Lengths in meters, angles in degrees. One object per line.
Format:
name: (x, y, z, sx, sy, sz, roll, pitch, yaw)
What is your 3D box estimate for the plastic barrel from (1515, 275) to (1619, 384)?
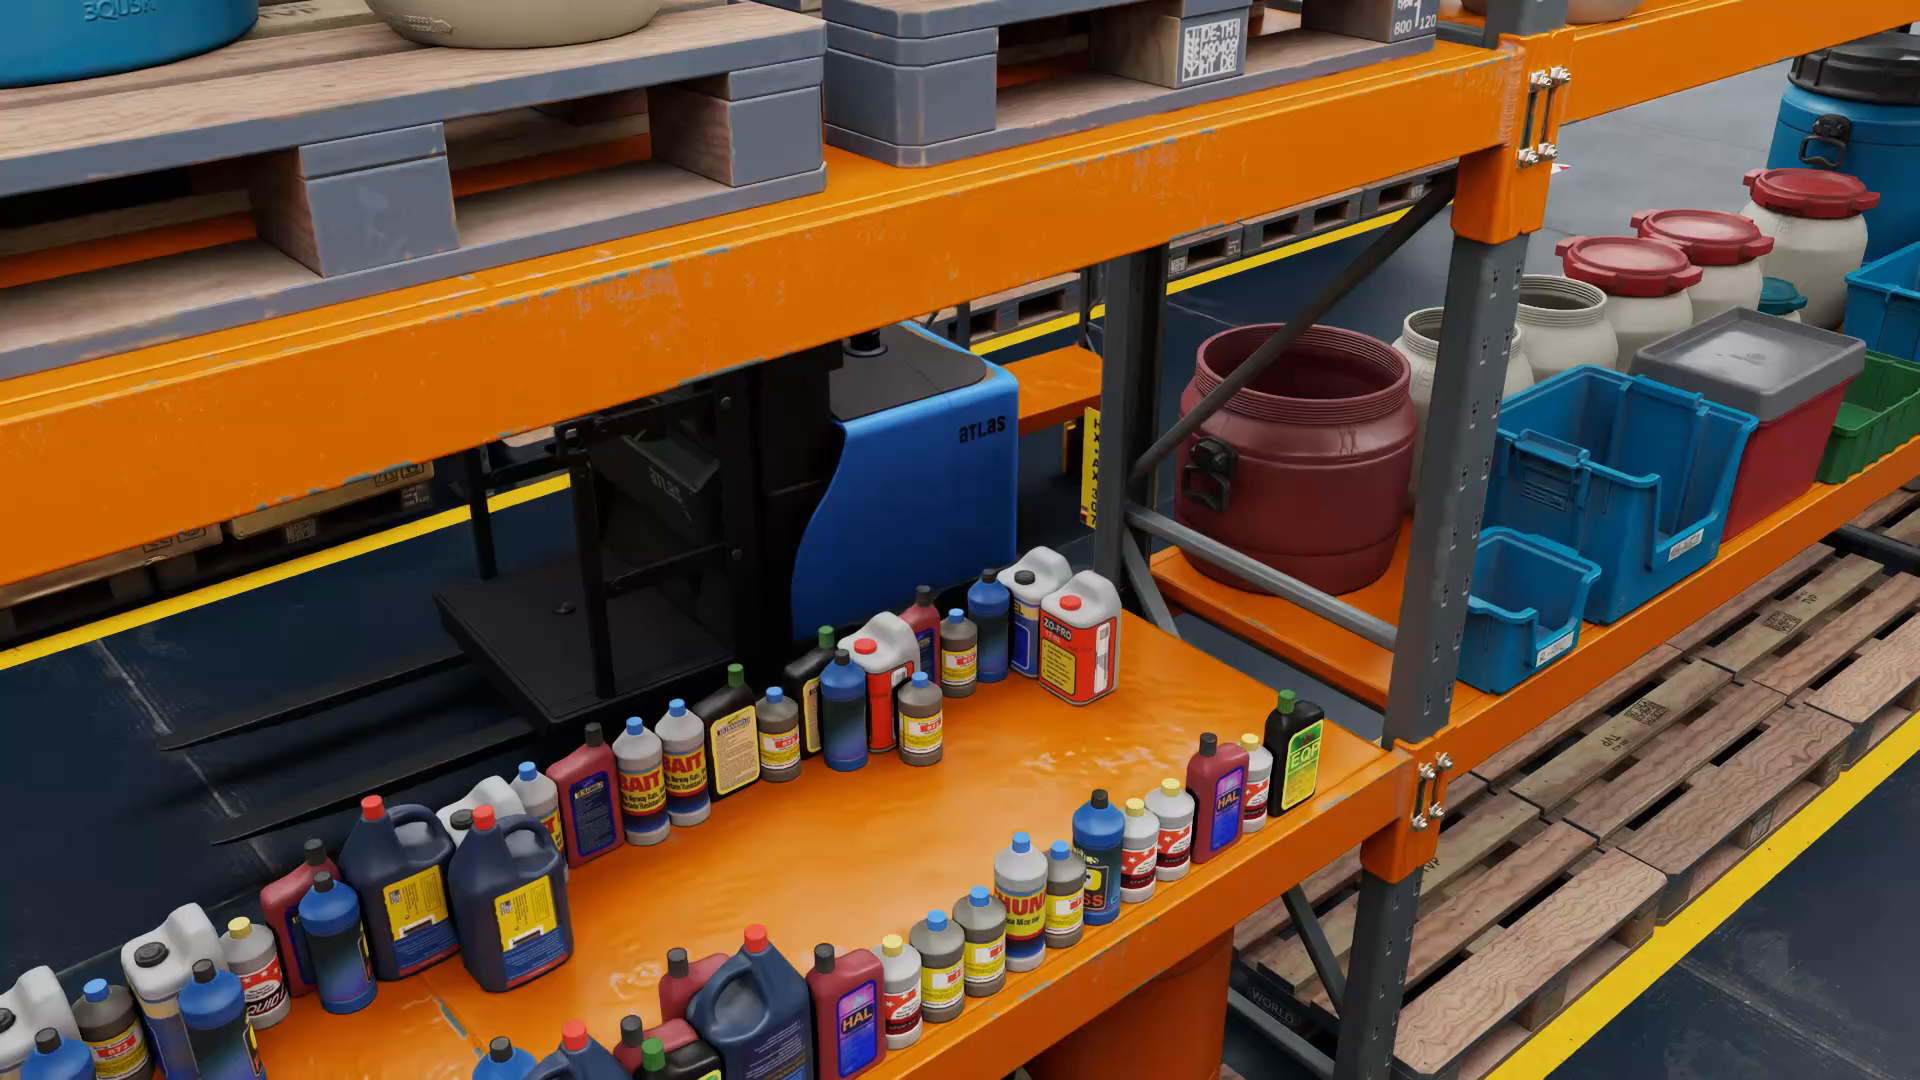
plastic barrel: (1.675, -0.477, 4.842, 0.421, 0.512, 0.421, 0, 28, 0)

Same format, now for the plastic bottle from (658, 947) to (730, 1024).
plastic bottle: (-0.424, 0.775, 2.741, 0.133, 0.283, 0.061, -22, 35, -35)

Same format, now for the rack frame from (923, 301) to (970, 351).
rack frame: (-0.122, -0.603, 6.787, 0.032, 1.500, 0.500, -19, 34, -32)

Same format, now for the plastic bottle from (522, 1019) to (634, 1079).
plastic bottle: (-0.580, 0.871, 2.489, 0.185, 0.351, 0.144, -22, 35, -35)

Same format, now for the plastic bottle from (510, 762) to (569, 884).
plastic bottle: (-0.813, 0.544, 3.185, 0.097, 0.271, 0.097, 0, 28, 0)

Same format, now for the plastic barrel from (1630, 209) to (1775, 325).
plastic barrel: (2.325, -0.753, 5.332, 0.433, 0.535, 0.433, 0, 28, 0)

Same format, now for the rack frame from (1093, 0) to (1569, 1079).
rack frame: (0.710, 0.092, 3.895, 0.127, 3.000, 1.000, -22, 35, -35)

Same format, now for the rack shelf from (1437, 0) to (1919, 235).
rack shelf: (2.232, -1.525, 4.502, 4.000, 0.370, 1.077, -22, 35, -35)

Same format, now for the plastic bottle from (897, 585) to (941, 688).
plastic bottle: (-0.108, 0.244, 3.734, 0.133, 0.283, 0.061, -22, 35, -35)

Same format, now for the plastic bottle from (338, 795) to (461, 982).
plastic bottle: (-1.008, 0.602, 2.993, 0.185, 0.351, 0.144, -22, 35, -35)

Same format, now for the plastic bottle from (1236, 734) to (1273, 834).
plastic bottle: (0.580, 0.485, 3.370, 0.097, 0.201, 0.097, 0, 28, 0)

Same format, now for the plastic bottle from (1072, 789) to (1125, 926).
plastic bottle: (0.256, 0.585, 3.110, 0.097, 0.271, 0.097, 0, 28, 0)

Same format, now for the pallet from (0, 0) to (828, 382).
pallet: (-0.939, -0.547, 2.108, 1.213, 0.211, 1.003, -22, 35, -35)

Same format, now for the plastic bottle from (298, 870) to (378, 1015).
plastic bottle: (-1.091, 0.694, 2.906, 0.097, 0.271, 0.097, 0, 28, 0)

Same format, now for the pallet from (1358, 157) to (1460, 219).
pallet: (2.883, -2.642, 11.970, 1.213, 0.211, 1.003, -22, 35, -35)

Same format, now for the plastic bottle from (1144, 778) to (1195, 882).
plastic bottle: (0.404, 0.556, 3.238, 0.097, 0.201, 0.097, 0, 28, 0)

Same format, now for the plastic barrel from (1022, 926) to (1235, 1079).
plastic barrel: (0.349, 1.020, 4.016, 0.708, 0.830, 0.600, -22, 35, -35)

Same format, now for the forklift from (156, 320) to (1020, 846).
forklift: (-1.255, -0.721, 5.490, 3.031, 2.935, 1.130, -19, 34, -32)

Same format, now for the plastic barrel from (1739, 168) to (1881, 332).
plastic barrel: (2.883, -0.977, 5.752, 0.433, 0.535, 0.433, 0, 28, 0)

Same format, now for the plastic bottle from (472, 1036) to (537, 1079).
plastic bottle: (-0.692, 0.877, 2.564, 0.097, 0.271, 0.097, 0, 28, 0)

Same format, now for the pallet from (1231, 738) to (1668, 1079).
pallet: (1.325, 1.099, 4.969, 1.213, 0.211, 1.003, -22, 35, -35)

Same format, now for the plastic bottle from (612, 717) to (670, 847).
plastic bottle: (-0.638, 0.474, 3.317, 0.097, 0.271, 0.097, 0, 28, 0)

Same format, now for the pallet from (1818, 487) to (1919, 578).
pallet: (4.291, -0.092, 7.198, 1.213, 0.211, 1.003, -22, 35, -35)

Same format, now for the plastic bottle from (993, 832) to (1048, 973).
plastic bottle: (0.108, 0.644, 2.999, 0.097, 0.271, 0.097, 0, 28, 0)

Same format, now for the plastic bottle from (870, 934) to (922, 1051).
plastic bottle: (-0.114, 0.764, 2.848, 0.097, 0.201, 0.097, 0, 28, 0)

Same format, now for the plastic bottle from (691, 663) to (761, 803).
plastic bottle: (-0.488, 0.397, 3.448, 0.133, 0.283, 0.061, -22, 35, -35)

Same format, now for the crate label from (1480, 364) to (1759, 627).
crate label: (1.642, -0.130, 4.274, 0.616, 0.435, 0.502, -22, 35, -35)

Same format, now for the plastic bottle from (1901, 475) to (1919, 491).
plastic bottle: (4.150, -0.406, 7.171, 0.185, 0.351, 0.144, -22, 35, -35)

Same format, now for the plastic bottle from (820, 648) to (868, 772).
plastic bottle: (-0.247, 0.355, 3.541, 0.097, 0.271, 0.097, 0, 28, 0)

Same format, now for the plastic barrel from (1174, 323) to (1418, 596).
plastic barrel: (0.867, -0.218, 4.332, 0.708, 0.536, 0.600, -22, 35, -35)

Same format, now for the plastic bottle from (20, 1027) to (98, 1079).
plastic bottle: (-1.383, 0.868, 2.580, 0.097, 0.271, 0.097, 0, 28, 0)

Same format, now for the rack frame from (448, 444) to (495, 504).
rack frame: (-2.504, -1.684, 7.218, 0.127, 3.000, 1.000, -22, 35, -35)

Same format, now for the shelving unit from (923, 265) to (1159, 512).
shelving unit: (0.280, -0.743, 7.048, 1.083, 1.500, 0.587, -19, 34, -32)

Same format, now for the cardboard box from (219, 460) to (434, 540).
cardboard box: (-3.043, -0.728, 7.239, 0.875, 0.875, 1.225, -24, 36, -37)

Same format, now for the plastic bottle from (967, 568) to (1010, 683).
plastic bottle: (0.066, 0.191, 3.846, 0.097, 0.271, 0.097, 0, 28, 0)

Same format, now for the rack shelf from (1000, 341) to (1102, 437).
rack shelf: (0.287, -0.587, 7.138, 1.000, 0.185, 0.538, -19, 34, -32)

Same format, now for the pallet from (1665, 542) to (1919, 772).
pallet: (3.181, 0.353, 6.366, 1.213, 0.211, 1.003, -22, 35, -35)

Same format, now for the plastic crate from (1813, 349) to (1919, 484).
plastic crate: (2.612, -0.404, 5.048, 0.662, 0.188, 0.450, -22, 35, -35)

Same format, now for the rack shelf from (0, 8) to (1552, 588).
rack shelf: (-0.811, -0.302, 2.213, 4.000, 0.370, 1.077, -22, 35, -35)

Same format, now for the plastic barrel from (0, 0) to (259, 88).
plastic barrel: (-1.133, -0.990, 1.761, 0.708, 0.901, 0.600, -22, 35, -35)

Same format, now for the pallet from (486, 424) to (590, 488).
pallet: (-1.909, -0.692, 8.322, 1.213, 0.211, 1.003, -22, 35, -35)

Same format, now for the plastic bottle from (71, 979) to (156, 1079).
plastic bottle: (-1.408, 0.815, 2.754, 0.097, 0.201, 0.097, 0, 28, 0)

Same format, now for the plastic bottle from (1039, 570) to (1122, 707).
plastic bottle: (0.270, 0.218, 3.791, 0.135, 0.276, 0.152, -22, 35, -35)

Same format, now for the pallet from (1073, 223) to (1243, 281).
pallet: (1.027, -1.896, 10.573, 1.213, 0.211, 1.003, -22, 35, -35)

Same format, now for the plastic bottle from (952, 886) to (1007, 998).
plastic bottle: (0.034, 0.705, 2.959, 0.097, 0.201, 0.097, 0, 28, 0)

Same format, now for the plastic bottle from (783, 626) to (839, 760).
plastic bottle: (-0.312, 0.326, 3.581, 0.133, 0.283, 0.061, -22, 35, -35)

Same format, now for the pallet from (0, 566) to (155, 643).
pallet: (-4.081, 0.132, 6.780, 1.213, 0.211, 1.003, -22, 35, -35)

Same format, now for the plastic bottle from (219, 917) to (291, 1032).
plastic bottle: (-1.232, 0.744, 2.887, 0.097, 0.201, 0.097, 0, 28, 0)
